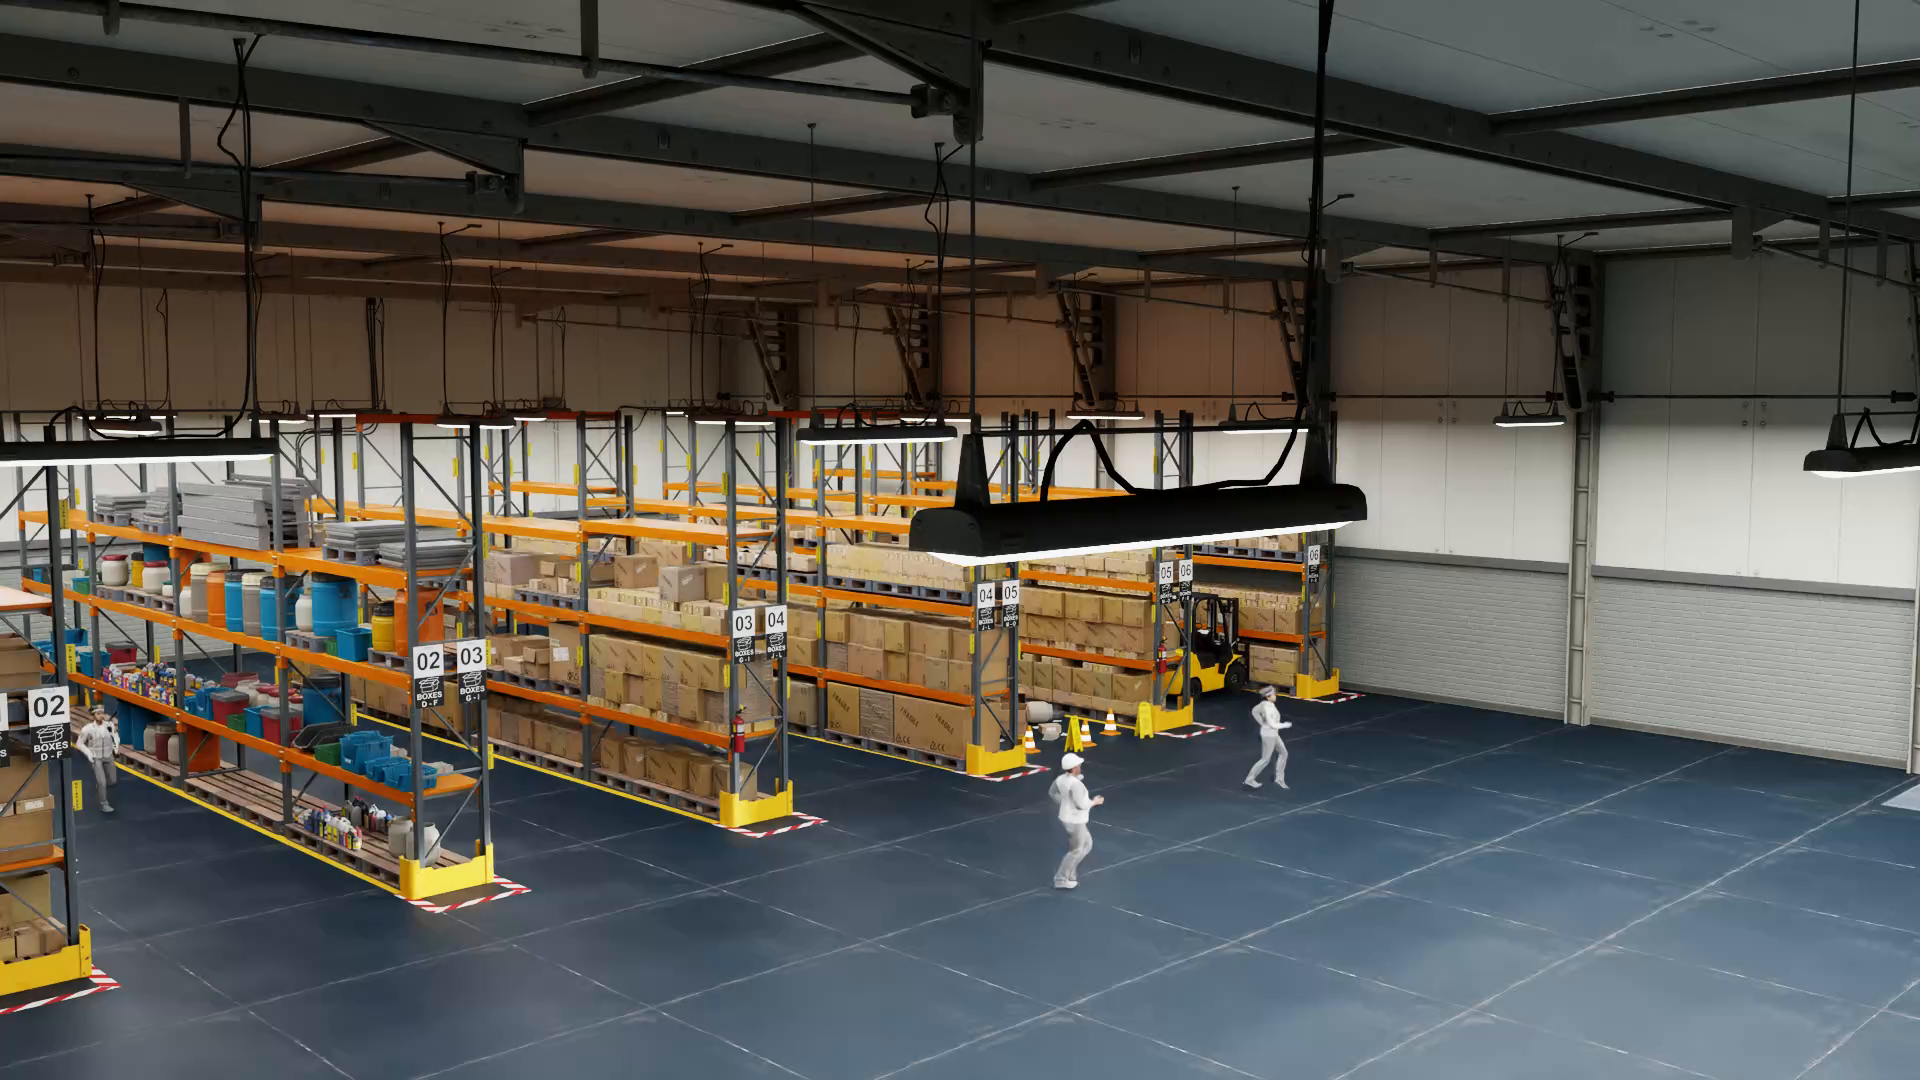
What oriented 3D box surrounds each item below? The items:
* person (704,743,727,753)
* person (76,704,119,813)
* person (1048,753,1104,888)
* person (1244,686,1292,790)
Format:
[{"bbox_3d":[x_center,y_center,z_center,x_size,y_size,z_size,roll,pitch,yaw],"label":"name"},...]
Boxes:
[{"bbox_3d":[-4.267,2.900,29.509,0.590,1.746,0.695,3,6,33],"label":"person"},{"bbox_3d":[-13.109,3.306,25.333,0.599,1.654,0.606,5,7,42],"label":"person"},{"bbox_3d":[1.503,3.605,21.337,0.658,1.779,0.641,-1,5,-15],"label":"person"},{"bbox_3d":[4.955,3.189,26.747,0.739,1.726,0.619,1,5,7],"label":"person"}]
